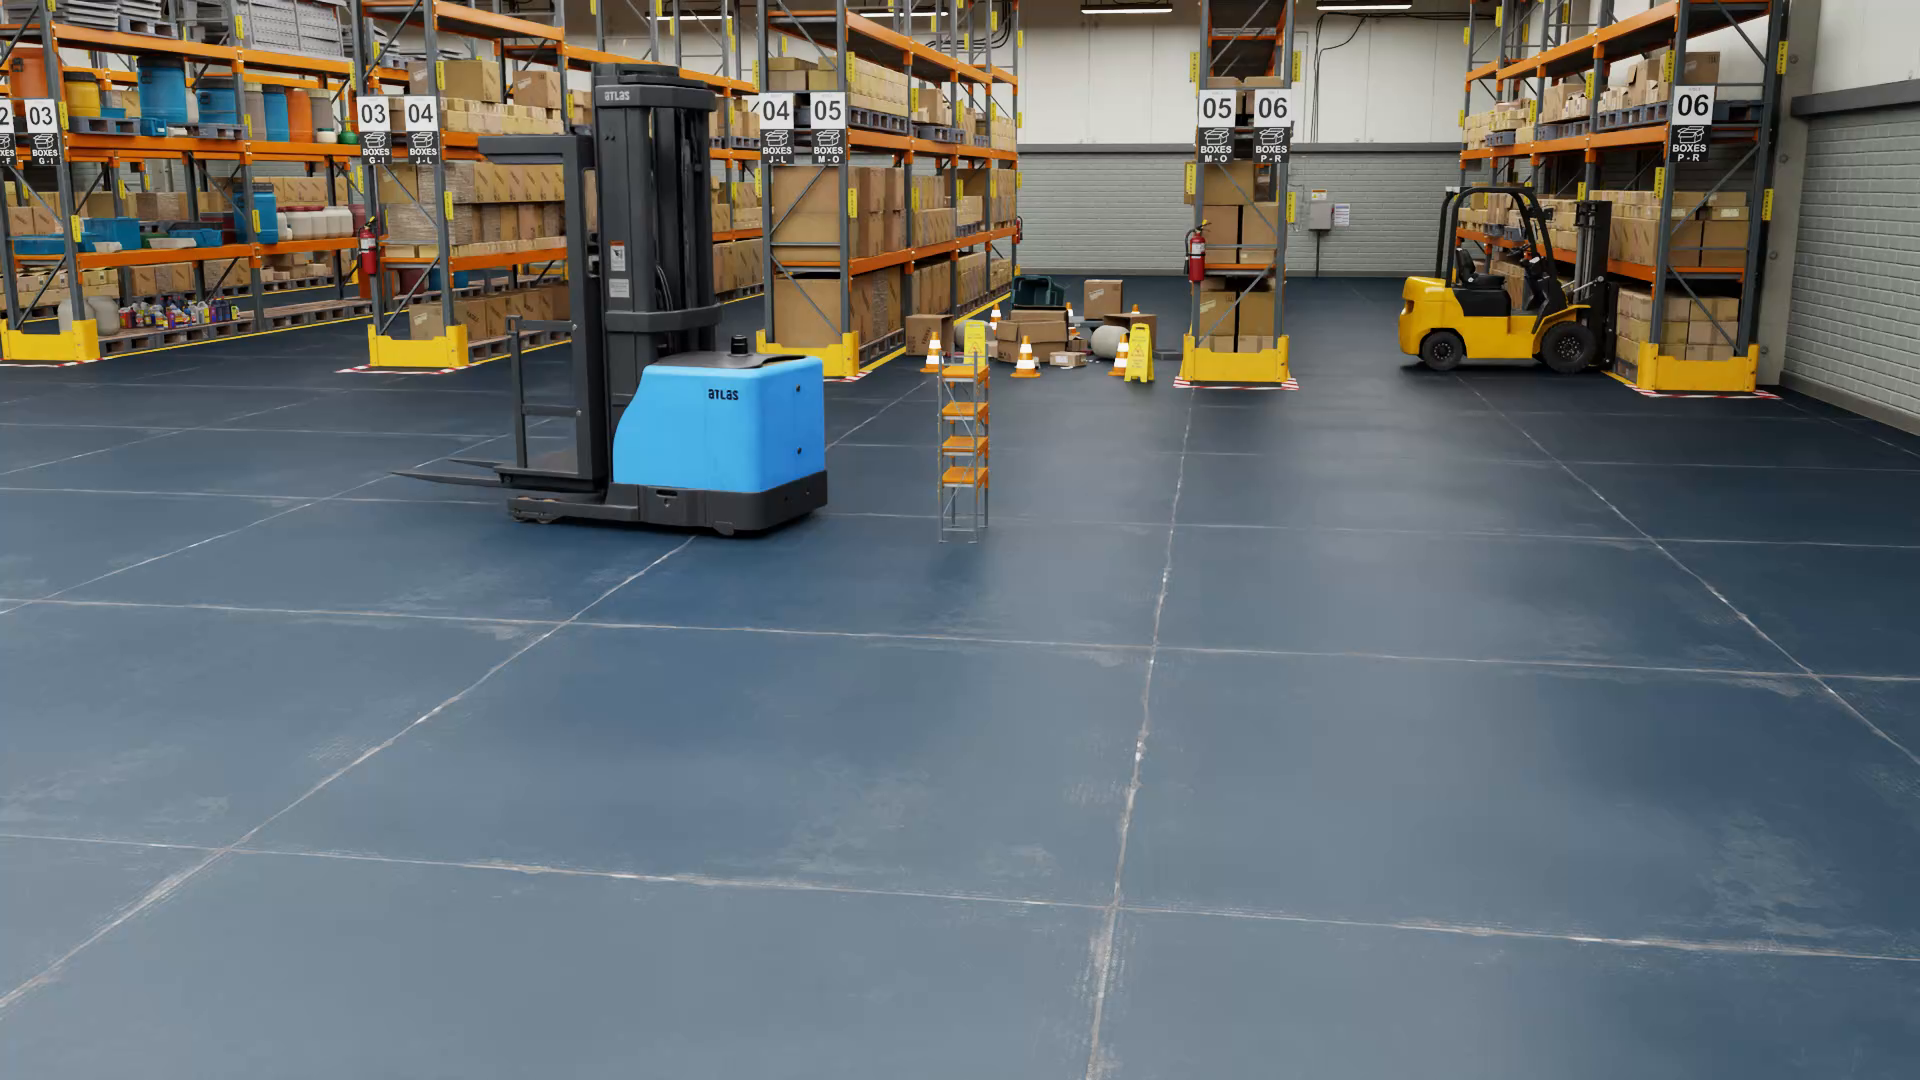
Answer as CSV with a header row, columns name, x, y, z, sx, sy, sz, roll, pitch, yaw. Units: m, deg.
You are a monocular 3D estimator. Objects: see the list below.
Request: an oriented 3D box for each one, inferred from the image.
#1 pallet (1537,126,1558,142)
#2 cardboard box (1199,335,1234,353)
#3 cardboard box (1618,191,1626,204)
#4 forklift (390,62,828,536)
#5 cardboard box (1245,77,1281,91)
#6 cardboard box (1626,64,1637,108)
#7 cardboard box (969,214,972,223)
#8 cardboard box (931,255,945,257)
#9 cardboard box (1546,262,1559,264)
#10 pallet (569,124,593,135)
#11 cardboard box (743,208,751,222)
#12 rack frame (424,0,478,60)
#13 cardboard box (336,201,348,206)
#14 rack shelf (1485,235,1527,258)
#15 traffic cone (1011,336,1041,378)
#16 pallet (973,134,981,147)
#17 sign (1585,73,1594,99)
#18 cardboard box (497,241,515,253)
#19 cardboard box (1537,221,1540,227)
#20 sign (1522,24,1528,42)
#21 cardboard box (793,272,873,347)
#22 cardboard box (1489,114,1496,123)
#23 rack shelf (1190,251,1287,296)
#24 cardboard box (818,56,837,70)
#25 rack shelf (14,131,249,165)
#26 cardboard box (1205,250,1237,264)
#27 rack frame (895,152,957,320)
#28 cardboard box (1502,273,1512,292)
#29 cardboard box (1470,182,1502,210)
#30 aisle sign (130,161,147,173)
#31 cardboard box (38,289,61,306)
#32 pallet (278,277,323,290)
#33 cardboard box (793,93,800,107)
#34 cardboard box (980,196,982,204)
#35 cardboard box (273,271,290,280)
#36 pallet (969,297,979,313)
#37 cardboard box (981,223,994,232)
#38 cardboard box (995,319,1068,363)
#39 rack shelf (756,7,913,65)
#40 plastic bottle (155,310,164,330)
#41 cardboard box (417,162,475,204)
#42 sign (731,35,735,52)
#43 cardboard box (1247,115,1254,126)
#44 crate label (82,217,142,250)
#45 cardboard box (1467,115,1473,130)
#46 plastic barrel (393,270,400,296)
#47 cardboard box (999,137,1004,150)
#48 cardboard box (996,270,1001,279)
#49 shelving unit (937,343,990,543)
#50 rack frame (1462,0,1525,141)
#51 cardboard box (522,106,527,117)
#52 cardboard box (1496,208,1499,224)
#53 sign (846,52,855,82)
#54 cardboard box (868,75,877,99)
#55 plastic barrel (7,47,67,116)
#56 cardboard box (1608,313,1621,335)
name,x,y,z,sx,sy,sz,roll,pitch,yaw
pallet,9.245,-6.018,24.628,1.213,0.211,1.003,2,12,11
cardboard box,2.987,-2.326,19.698,0.500,0.250,0.500,2,12,8
cardboard box,8.183,-4.140,20.099,0.380,0.149,0.250,2,12,8
forklift,-2.466,-1.636,11.126,3.031,2.935,1.130,5,13,21
cardboard box,3.381,-5.084,18.547,0.380,0.149,0.250,2,12,8
cardboard box,8.242,-5.325,19.482,0.797,0.503,0.637,2,12,10
cardboard box,0.001,-5.643,29.156,0.380,0.149,0.250,2,12,11
cardboard box,-0.545,-4.799,28.800,0.500,0.250,0.500,2,12,10
cardboard box,10.027,-4.676,28.466,0.380,0.149,0.250,1,12,6
pallet,-5.852,-5.937,24.246,1.213,0.211,1.003,2,12,9
cardboard box,-4.409,-6.367,32.568,0.500,0.250,0.500,2,12,8
rack frame,-9.716,-9.195,31.802,1.000,3.000,0.127,2,12,9
cardboard box,-13.794,-7.204,36.562,0.500,0.500,0.500,2,12,10
rack shelf,9.568,-4.853,27.601,1.077,0.370,4.000,2,12,9
traffic cone,0.767,-2.140,19.323,0.336,0.463,0.334,2,12,9
pallet,-0.293,-6.954,28.967,1.213,0.211,1.003,2,12,9
sign,8.108,-5.844,21.398,0.100,0.325,0.005,2,12,9
cardboard box,-6.061,-3.842,21.798,0.380,0.149,0.250,2,12,9
cardboard box,8.873,-4.771,24.681,0.500,0.250,0.500,2,12,10
sign,11.036,-9.898,32.470,0.100,0.325,0.005,2,12,9
cardboard box,-1.609,-2.916,20.950,0.875,0.875,0.875,2,12,8
cardboard box,9.396,-7.316,28.858,0.380,0.149,0.250,2,12,10
rack shelf,3.433,-3.348,20.616,1.077,0.370,4.000,2,12,9
cardboard box,-1.416,-5.469,19.101,0.380,0.149,0.250,2,12,9
rack shelf,-11.254,-5.296,22.534,1.077,0.370,4.000,2,12,9
cardboard box,2.971,-3.245,19.028,0.380,0.149,0.250,2,12,11
rack frame,-0.551,-5.088,26.982,1.000,3.000,0.127,2,12,9
cardboard box,9.340,-4.188,27.745,0.500,0.500,0.500,1,12,7
cardboard box,9.925,-6.495,31.379,0.500,0.500,0.500,2,12,10
aisle sign,-18.582,-8.693,37.538,0.394,0.787,0.004,2,12,9
cardboard box,-15.297,-4.016,27.538,0.500,0.250,0.500,2,12,10
pallet,-14.318,-5.458,35.321,1.003,0.211,1.213,2,12,9
cardboard box,-2.065,-5.100,19.283,0.380,0.149,0.250,2,12,9
cardboard box,0.195,-6.204,30.348,0.380,0.149,0.250,2,12,11
cardboard box,-14.208,-5.515,34.644,0.380,0.166,0.250,2,12,9
pallet,-0.240,-4.141,29.206,1.003,0.211,1.213,2,12,9
cardboard box,0.431,-5.846,31.097,0.380,0.149,0.250,2,12,11
cardboard box,0.894,-2.511,20.948,0.797,0.503,0.637,-7,14,-30
rack shelf,-1.474,-6.224,20.673,1.077,0.370,4.000,2,12,9
plastic bottle,-10.974,-3.013,22.788,0.097,0.271,0.097,0,12,0
cardboard box,-6.313,-4.393,20.441,0.500,0.500,0.500,2,12,9
sign,-4.754,-10.421,34.895,0.100,0.325,0.005,2,12,9
cardboard box,3.449,-4.743,18.857,0.380,0.149,0.250,1,12,7
crate label,-11.545,-4.174,22.658,0.502,0.435,0.616,2,12,9
cardboard box,10.078,-8.047,32.057,0.500,0.250,0.500,2,12,8
plastic barrel,-10.274,-4.642,29.822,0.421,0.512,0.421,0,12,0
cardboard box,0.563,-7.614,31.938,0.500,0.250,0.500,2,12,11
cardboard box,0.599,-5.213,32.628,0.380,0.149,0.250,2,12,8
shelving unit,0.025,-0.621,10.527,0.258,1.200,0.503,2,12,9
rack frame,10.491,-9.387,32.688,1.000,3.000,0.127,2,12,9
cardboard box,-6.030,-5.731,22.254,0.380,0.149,0.250,2,12,11
cardboard box,9.283,-5.484,28.142,0.396,0.266,0.258,2,12,11
sign,-1.234,-5.336,18.749,0.100,0.325,0.005,2,12,9
cardboard box,-1.300,-5.518,20.274,0.500,0.250,0.500,2,12,8
plastic barrel,-11.612,-5.752,20.926,0.600,0.830,0.708,2,12,9
cardboard box,7.943,-2.552,19.560,0.500,0.250,0.500,2,12,7
